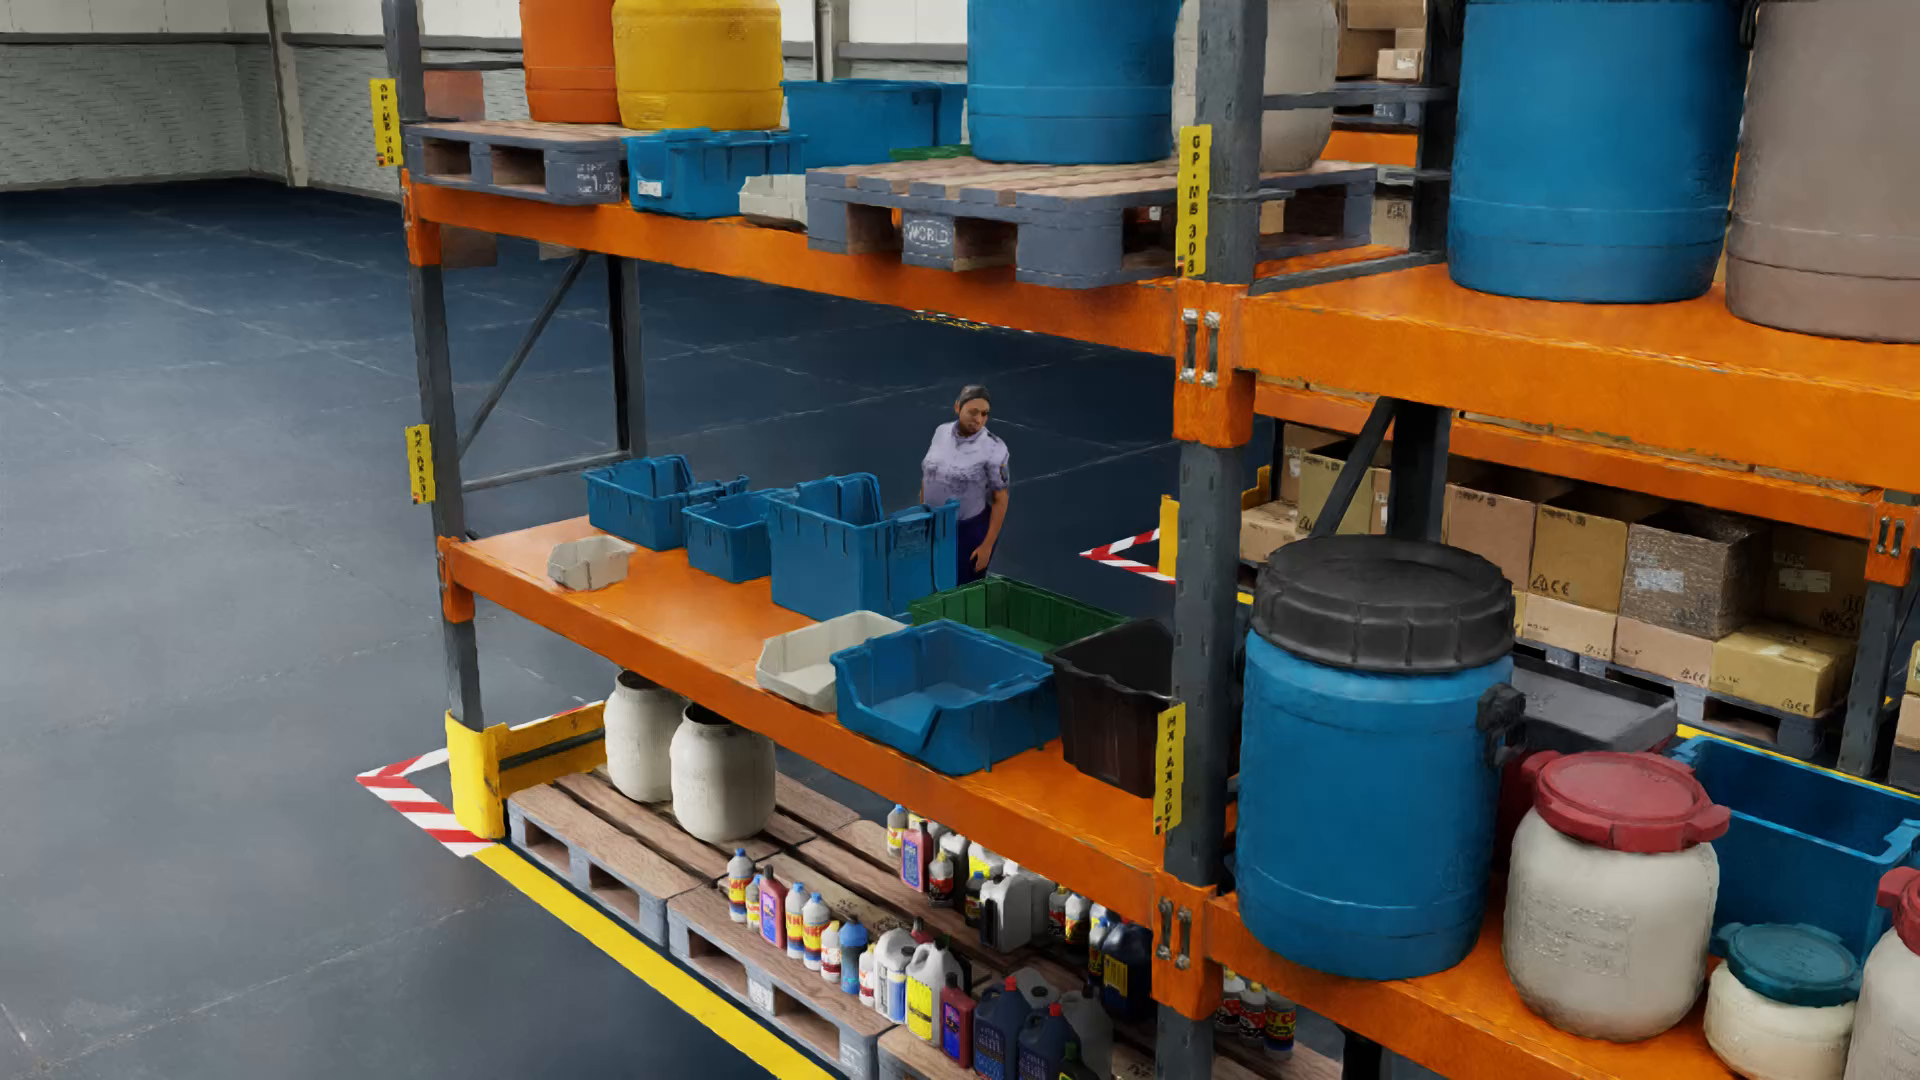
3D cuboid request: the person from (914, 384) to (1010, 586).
[{"bbox_3d":[-0.097,-0.004,8.572,0.688,1.642,0.469,9,20,27],"label":"person"}]
